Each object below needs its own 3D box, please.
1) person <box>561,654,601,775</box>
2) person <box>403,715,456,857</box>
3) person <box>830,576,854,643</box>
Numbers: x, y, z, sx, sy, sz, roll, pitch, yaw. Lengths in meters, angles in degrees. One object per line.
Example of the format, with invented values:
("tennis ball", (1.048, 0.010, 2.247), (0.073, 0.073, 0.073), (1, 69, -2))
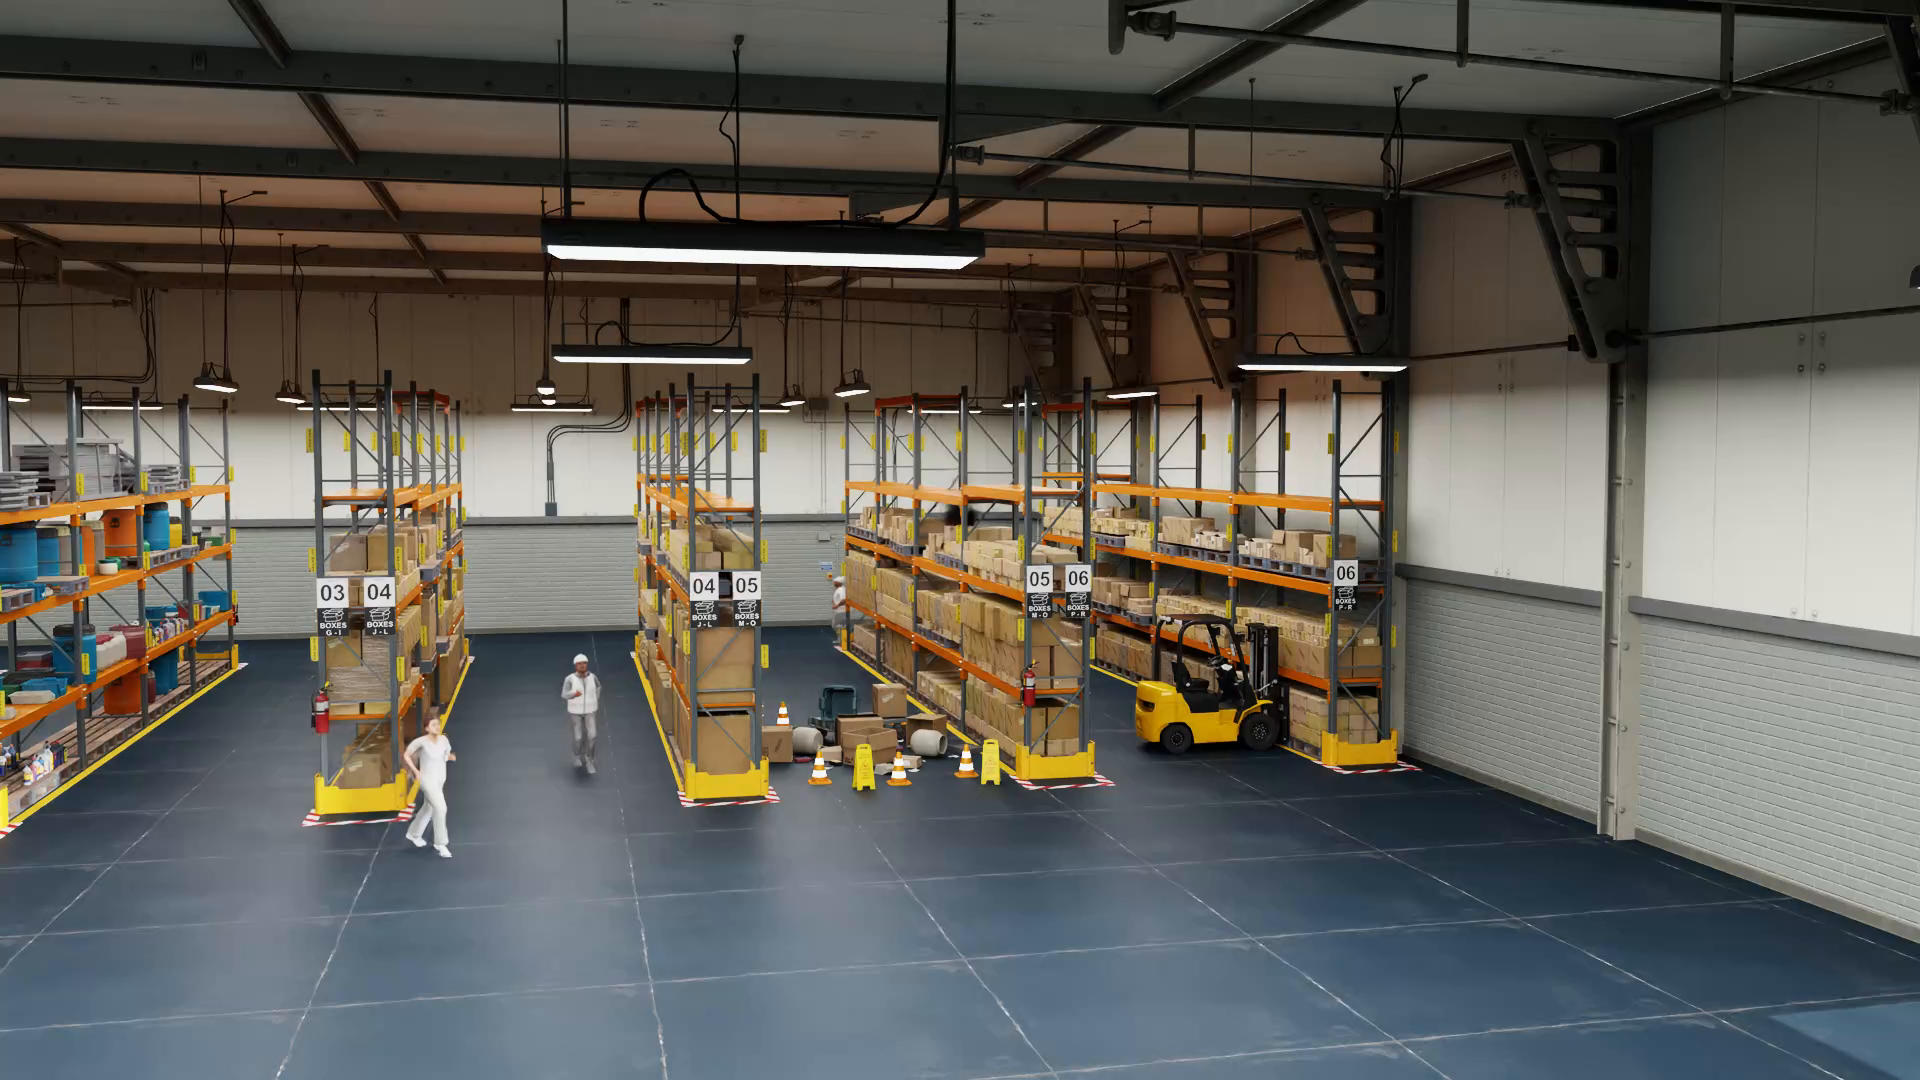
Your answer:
("person", (-5.756, 2.652, 25.363), (0.639, 1.825, 0.734), (-1, 4, -21))
("person", (-6.481, 2.996, 20.393), (0.793, 1.725, 0.541), (2, 4, 28))
("person", (-2.969, 1.753, 41.639), (0.637, 1.709, 0.732), (0, 3, 3))
